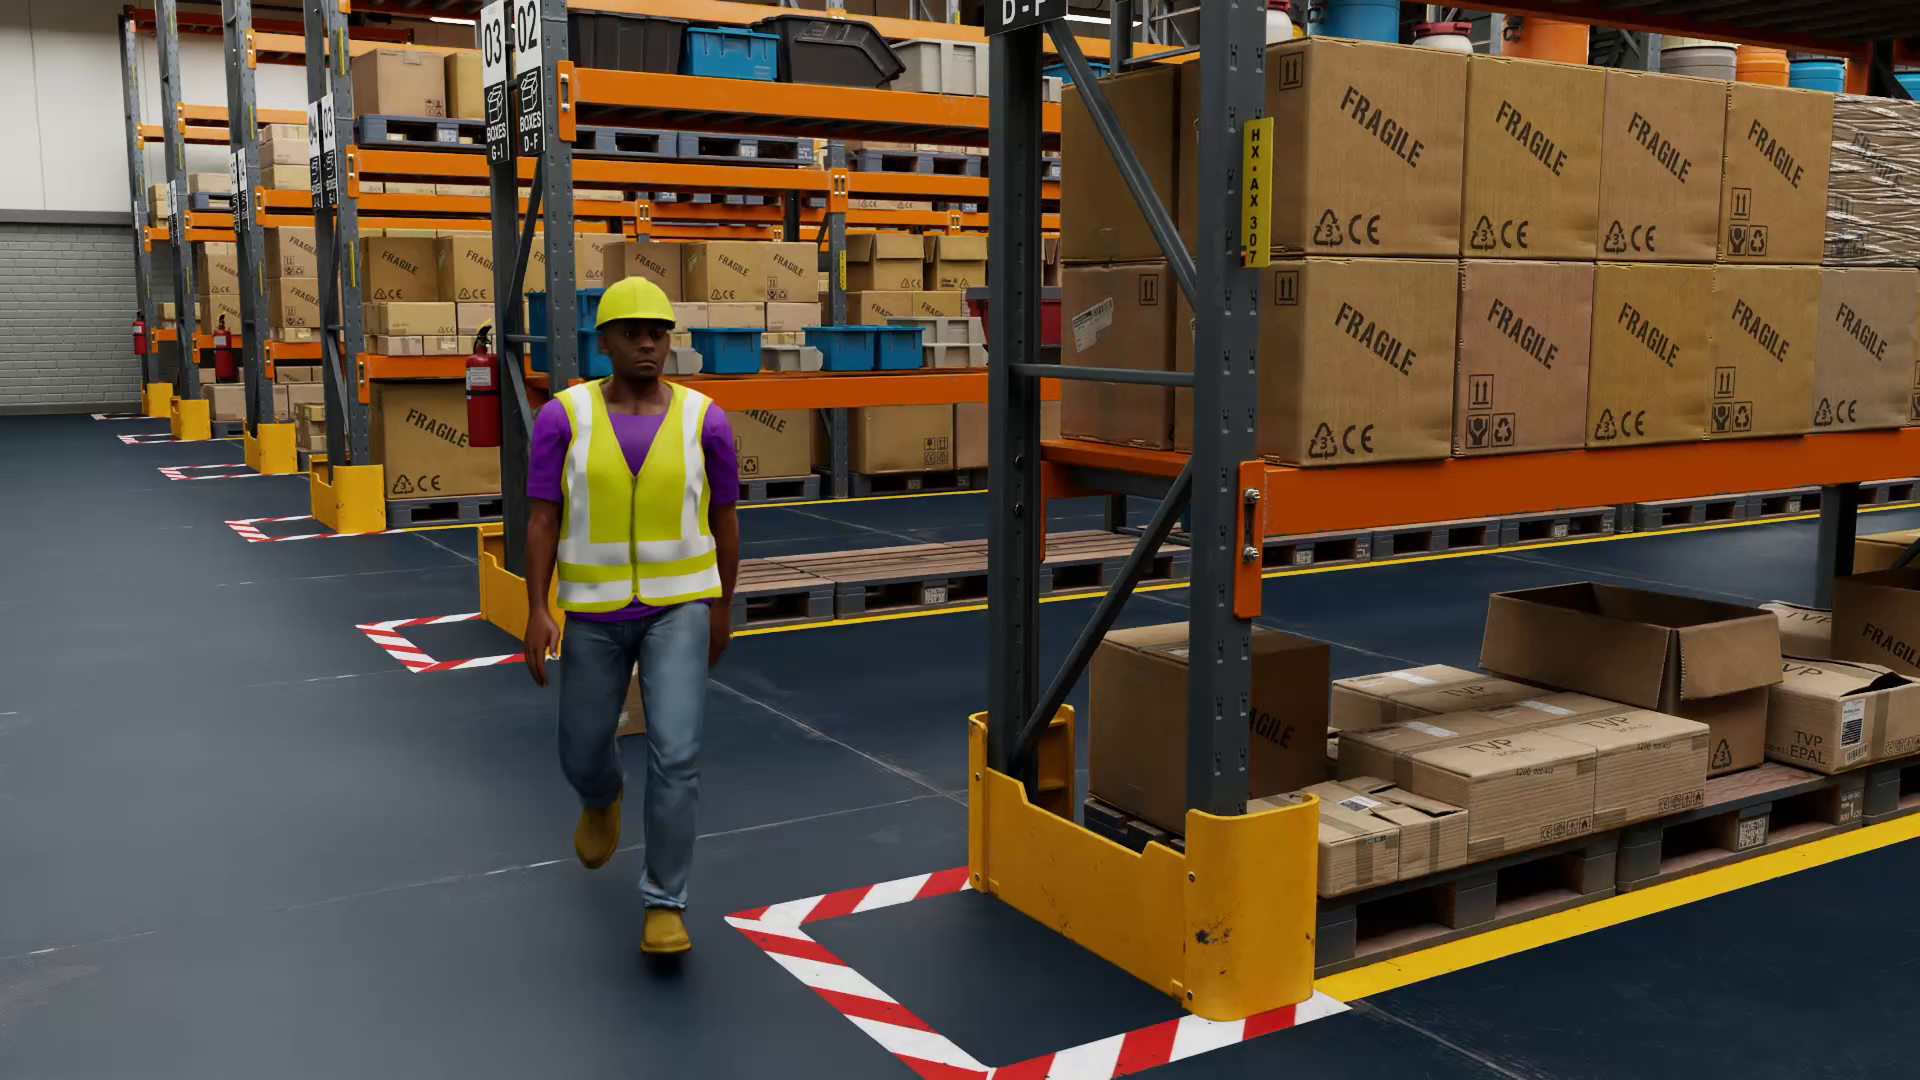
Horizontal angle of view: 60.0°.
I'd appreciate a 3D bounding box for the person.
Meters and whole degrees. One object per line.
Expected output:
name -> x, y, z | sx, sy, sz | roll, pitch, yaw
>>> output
person -> 4.871, -0.642, 10.180 | 13.641, 1.730, 10.569 | -1, 8, -8
